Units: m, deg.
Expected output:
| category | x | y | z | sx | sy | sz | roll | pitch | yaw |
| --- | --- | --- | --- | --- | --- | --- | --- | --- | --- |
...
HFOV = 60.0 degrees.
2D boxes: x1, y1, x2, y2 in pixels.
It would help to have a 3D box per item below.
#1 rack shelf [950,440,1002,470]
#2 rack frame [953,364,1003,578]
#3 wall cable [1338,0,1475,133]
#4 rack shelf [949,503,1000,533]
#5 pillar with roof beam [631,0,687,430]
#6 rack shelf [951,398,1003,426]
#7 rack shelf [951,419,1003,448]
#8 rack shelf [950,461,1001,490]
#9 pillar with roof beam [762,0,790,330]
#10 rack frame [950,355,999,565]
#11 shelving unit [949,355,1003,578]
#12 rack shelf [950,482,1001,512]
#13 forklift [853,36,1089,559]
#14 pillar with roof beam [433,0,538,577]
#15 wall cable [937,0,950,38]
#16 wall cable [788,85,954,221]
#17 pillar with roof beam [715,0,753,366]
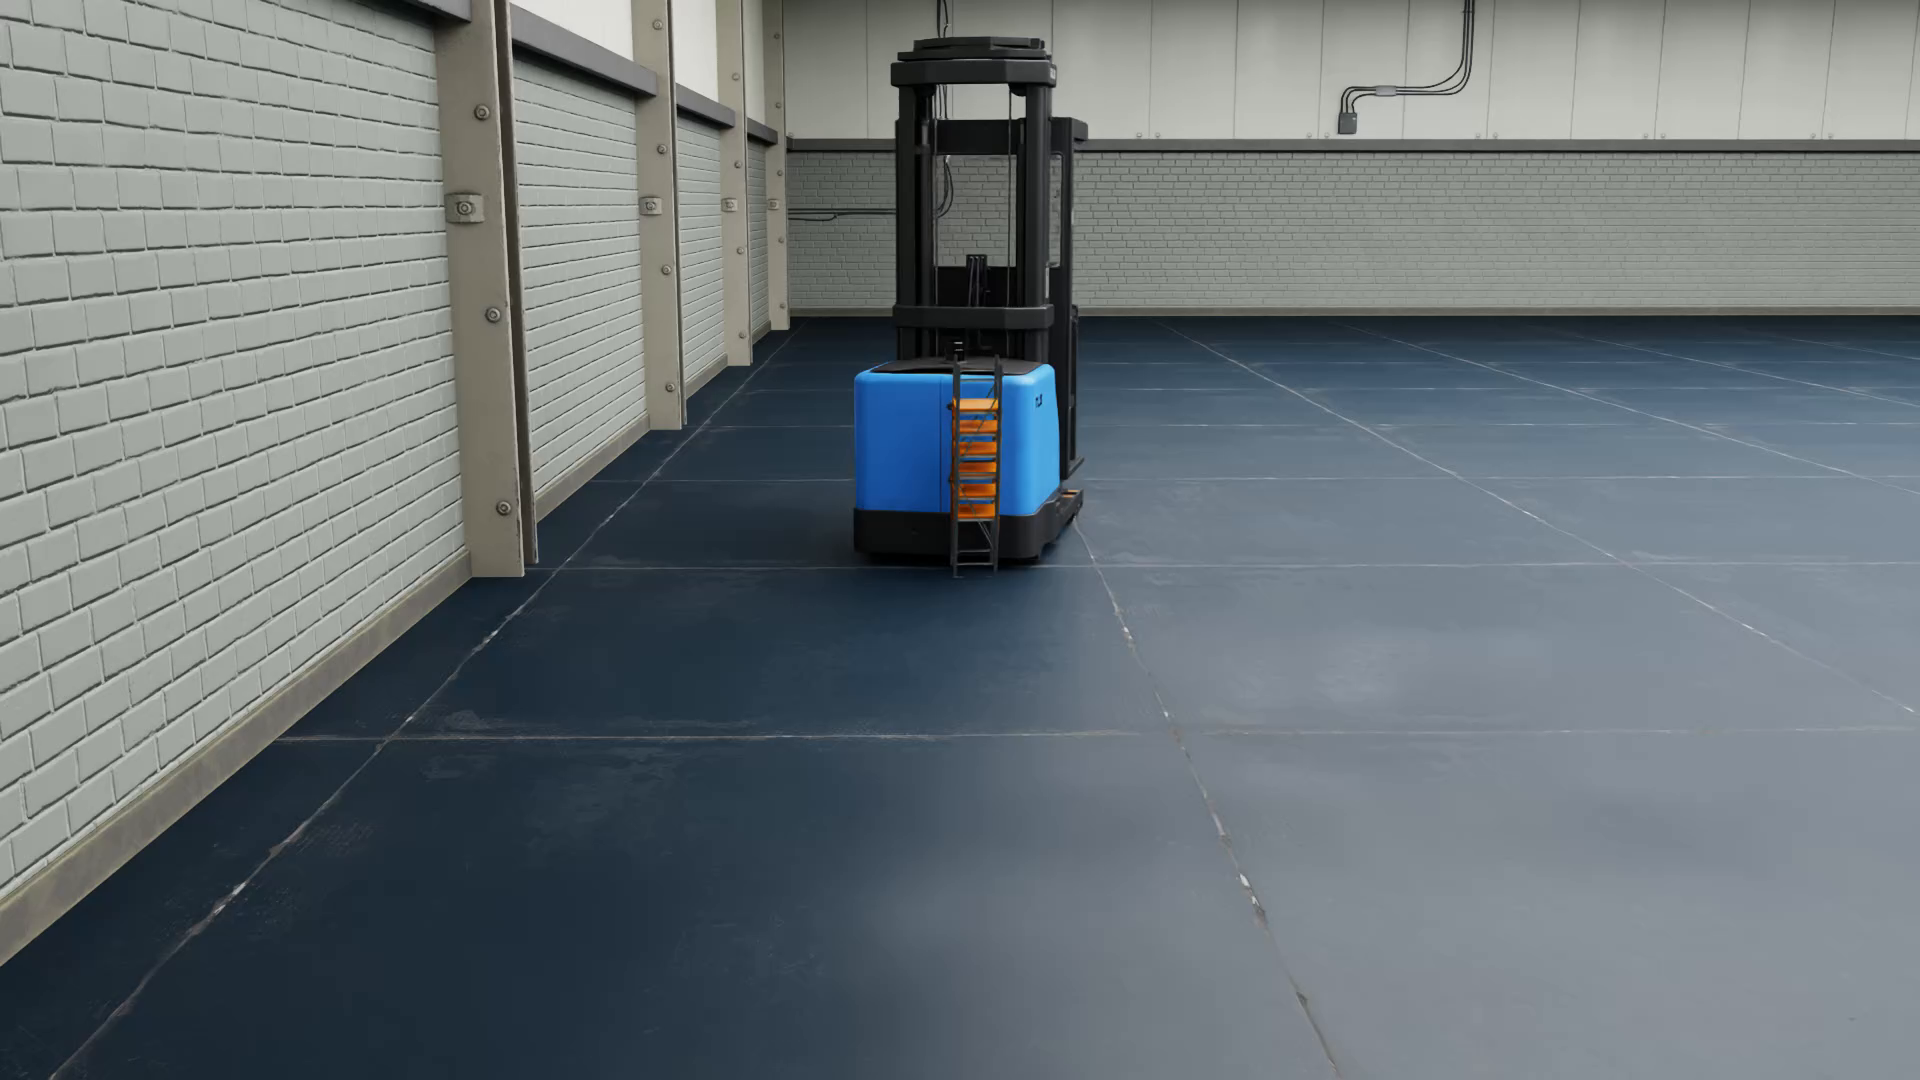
| category | x | y | z | sx | sy | sz | roll | pitch | yaw |
| --- | --- | --- | --- | --- | --- | --- | --- | --- | --- |
| rack shelf | 0.085 | -0.455 | 8.871 | 0.258 | 0.103 | 0.180 | -1 | 22 | -5 |
| rack frame | 0.092 | -0.350 | 8.815 | 0.240 | 1.200 | 0.006 | -1 | 22 | -5 |
| wall cable | 7.834 | -10.120 | 28.755 | 2.305 | 6.003 | 0.169 | 0 | 11 | -1 |
| rack shelf | 0.079 | -0.122 | 9.007 | 0.258 | 0.103 | 0.180 | -1 | 22 | -5 |
| pillar with roof beam | 1.633 | -5.459 | 14.332 | 9.100 | 9.000 | 0.400 | 0 | 11 | -1 |
| rack shelf | 0.089 | -0.677 | 8.780 | 0.258 | 0.103 | 0.180 | -1 | 22 | -5 |
| rack shelf | 0.087 | -0.566 | 8.825 | 0.258 | 0.103 | 0.180 | -1 | 22 | -5 |
| rack shelf | 0.083 | -0.344 | 8.916 | 0.258 | 0.103 | 0.180 | -1 | 22 | -5 |
| pillar with roof beam | 1.385 | -7.844 | 26.090 | 9.100 | 9.000 | 0.400 | 0 | 11 | -1 |
| rack frame | 0.075 | -0.420 | 8.983 | 0.240 | 1.200 | 0.006 | -1 | 22 | -5 |
| shelving unit | 0.084 | -0.385 | 8.899 | 0.258 | 1.200 | 0.189 | -1 | 22 | -5 |
| rack shelf | 0.081 | -0.233 | 8.961 | 0.258 | 0.103 | 0.180 | -1 | 22 | -5 |
| forklift | 0.198 | -1.576 | 10.454 | 1.130 | 2.935 | 3.031 | 2 | 12 | 11 |
| pillar with roof beam | 1.757 | -4.266 | 8.453 | 9.100 | 9.000 | 0.400 | 0 | 11 | -1 |
| wall cable | 1.047 | -9.382 | 28.777 | 3.097 | 2.526 | 0.112 | 0 | 11 | -1 |
| wall cable | -1.658 | -6.895 | 29.225 | 3.097 | 2.526 | 0.112 | 0 | 11 | -1 |
| pillar with roof beam | 1.509 | -6.651 | 20.211 | 9.100 | 9.000 | 0.400 | 0 | 11 | -1 |
